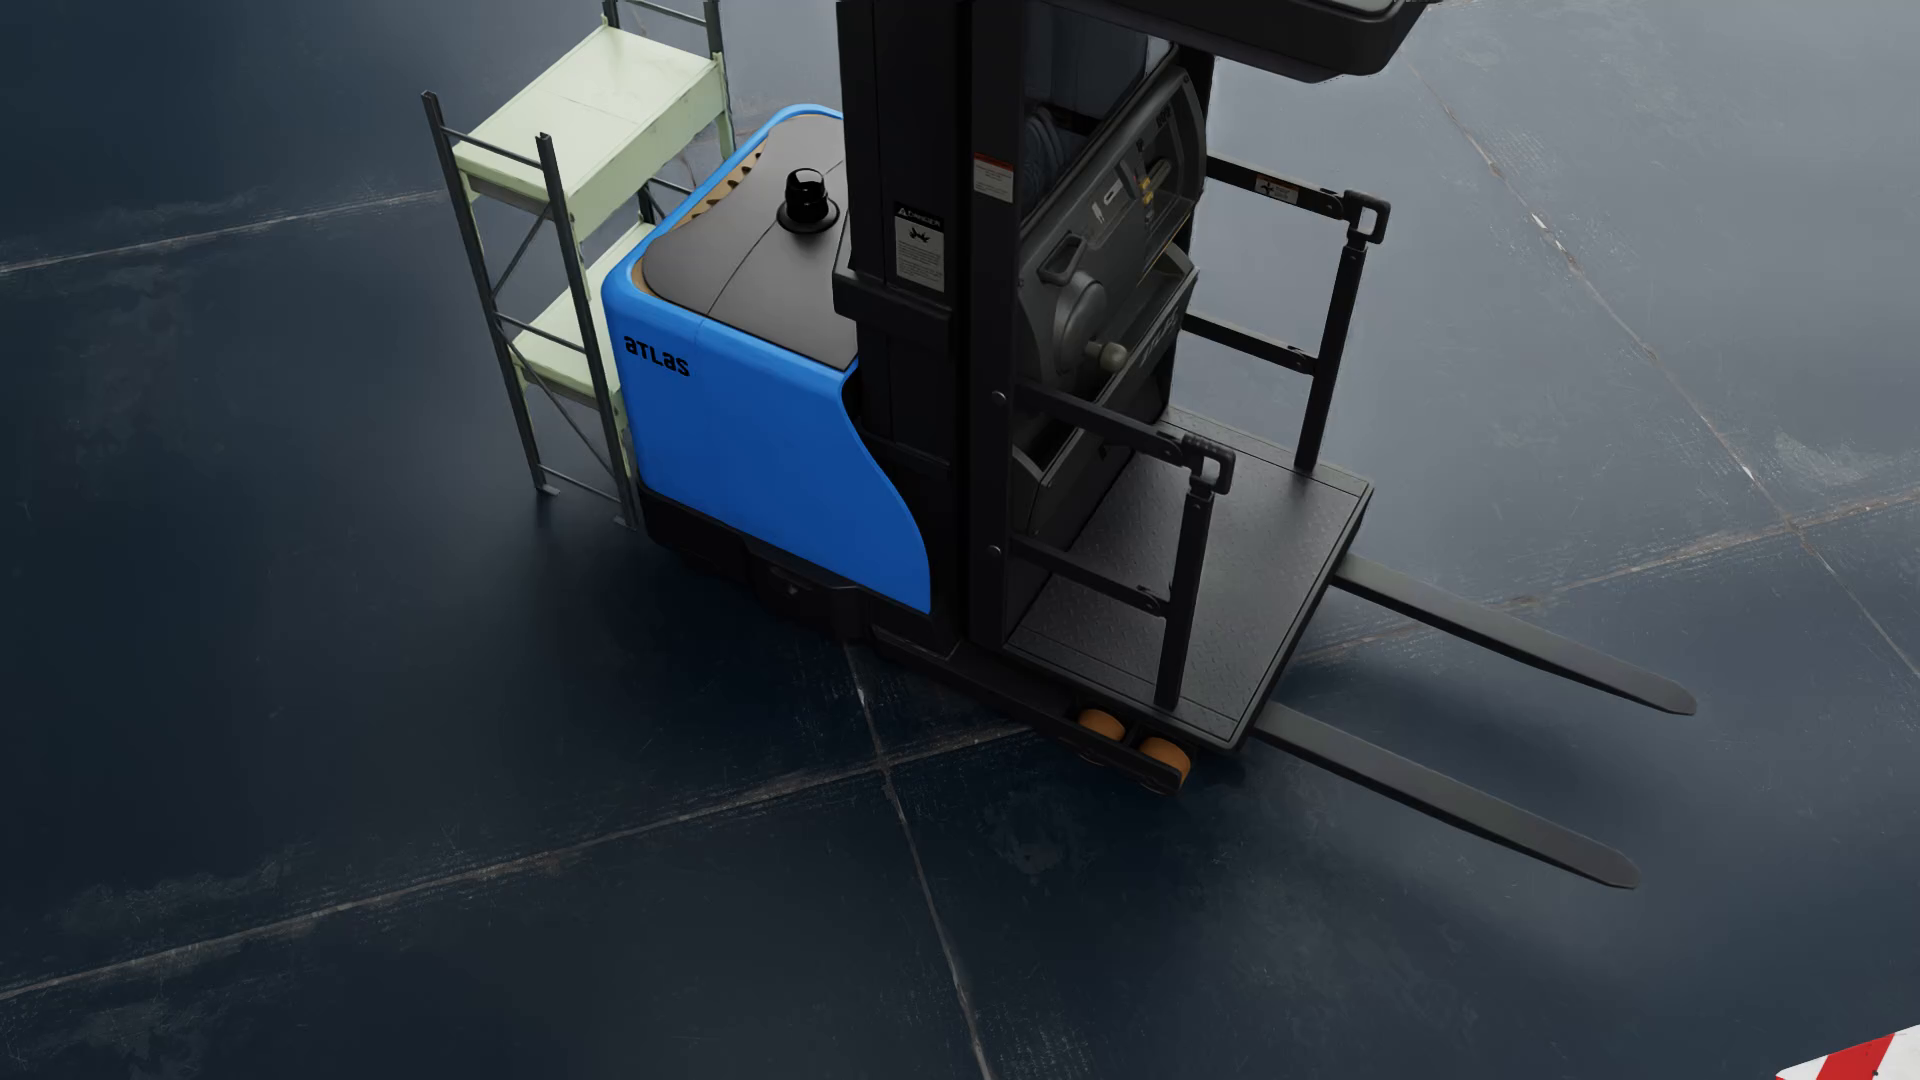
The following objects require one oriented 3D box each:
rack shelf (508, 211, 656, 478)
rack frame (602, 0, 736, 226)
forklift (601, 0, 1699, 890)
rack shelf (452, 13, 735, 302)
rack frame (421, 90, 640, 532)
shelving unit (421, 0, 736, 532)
[{"bbox_3d":[-1.022,-0.624,5.222,0.431,0.370,0.720,23,54,18],"label":"rack shelf"},{"bbox_3d":[-0.846,-1.080,5.179,0.400,1.500,0.023,23,54,18],"label":"rack frame"},{"bbox_3d":[0.556,-0.706,3.928,3.031,2.935,1.130,23,54,18],"label":"forklift"},{"bbox_3d":[-1.022,-1.086,4.674,0.431,0.370,0.720,23,54,18],"label":"rack shelf"},{"bbox_3d":[-1.198,-0.589,4.766,0.400,1.500,0.023,23,54,18],"label":"rack frame"},{"bbox_3d":[-1.022,-0.834,4.973,0.431,1.500,0.755,23,54,18],"label":"shelving unit"}]
